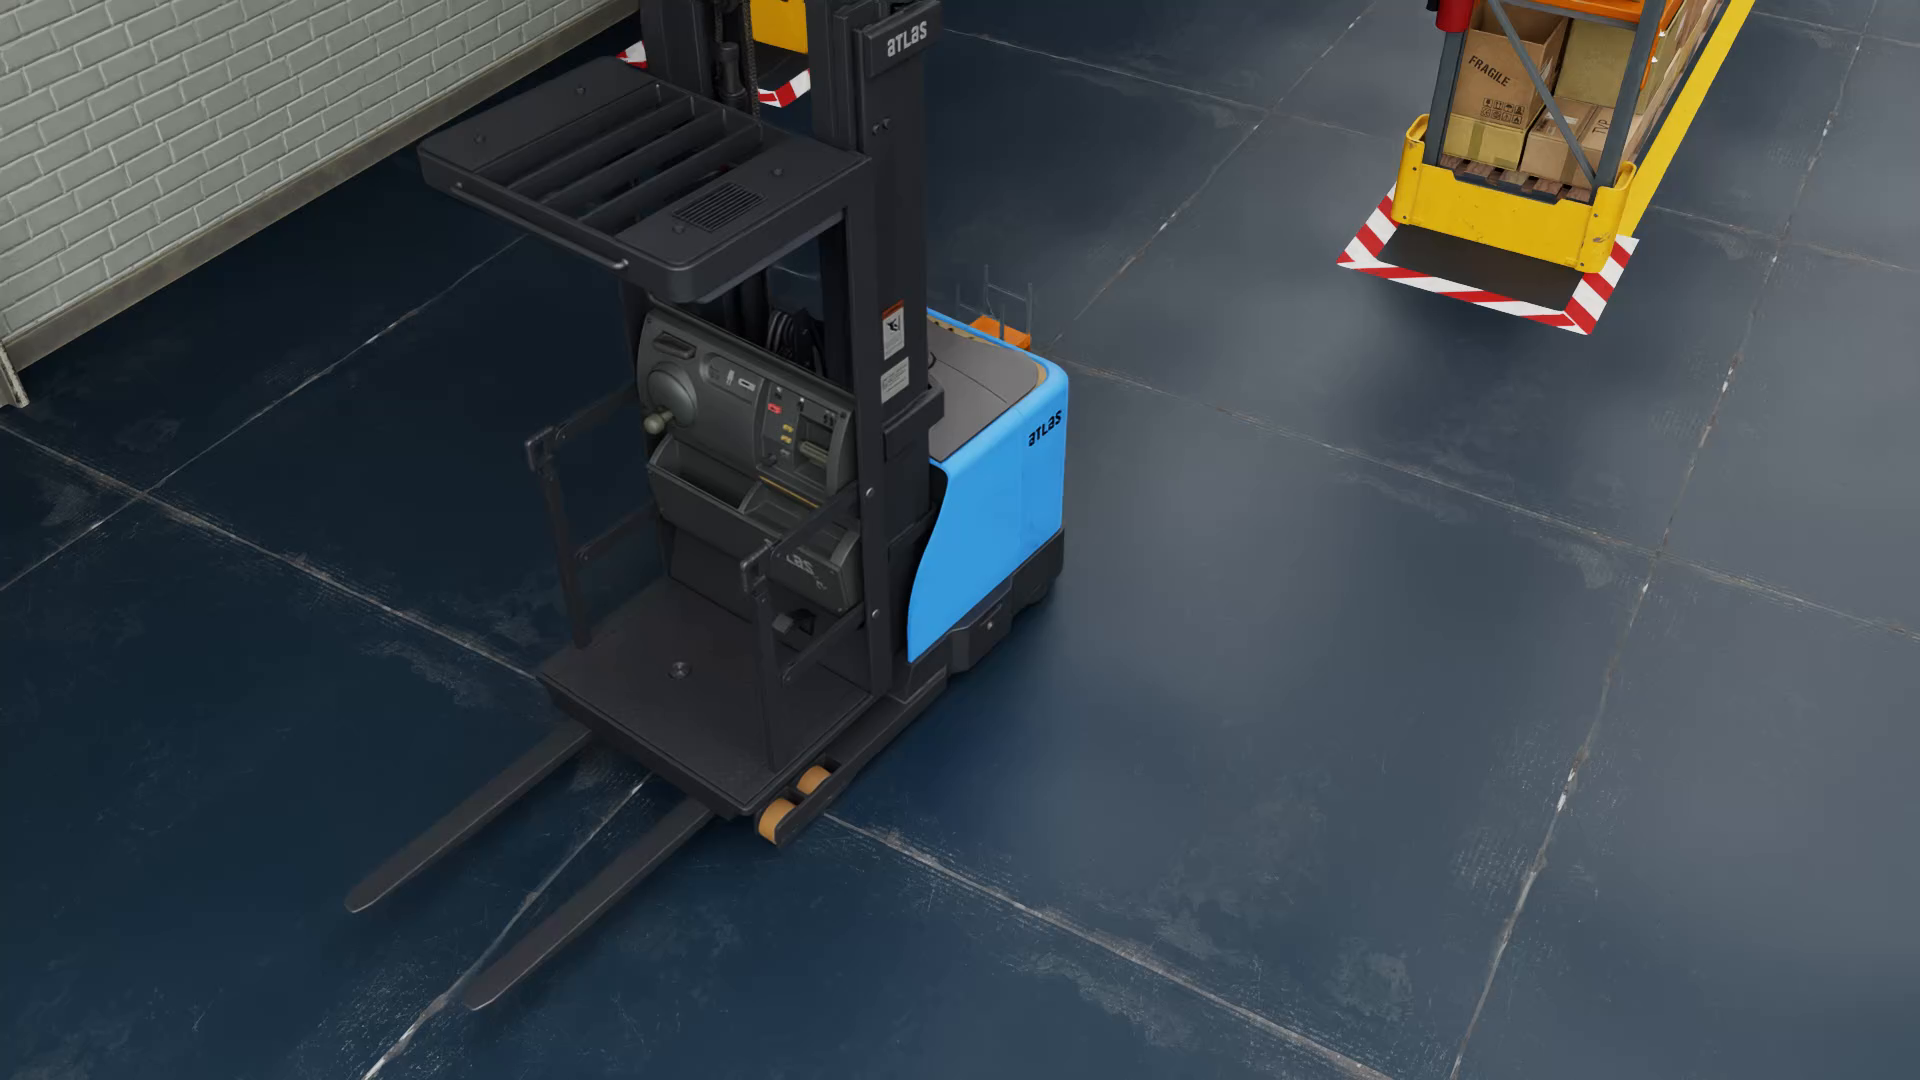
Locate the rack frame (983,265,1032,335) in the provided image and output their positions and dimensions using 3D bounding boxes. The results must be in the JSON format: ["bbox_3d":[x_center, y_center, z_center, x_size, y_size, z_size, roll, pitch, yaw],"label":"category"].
[{"bbox_3d":[0.191,-0.609,7.034,0.240,1.200,0.006,27,48,27],"label":"rack frame"}]

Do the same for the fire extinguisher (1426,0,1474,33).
[{"bbox_3d":[2.527,-2.893,8.324,0.296,0.674,0.183,21,45,22],"label":"fire extinguisher"}]

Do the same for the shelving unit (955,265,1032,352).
[{"bbox_3d":[0.135,-0.561,6.980,0.258,1.200,0.189,27,48,27],"label":"shelving unit"}]

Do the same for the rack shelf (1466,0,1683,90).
[{"bbox_3d":[3.989,-3.711,9.738,1.077,0.370,4.000,21,45,22],"label":"rack shelf"}]

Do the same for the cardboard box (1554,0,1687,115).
[{"bbox_3d":[3.698,-2.763,9.314,0.500,0.500,0.500,21,45,22],"label":"cardboard box"}]

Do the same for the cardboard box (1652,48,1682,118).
[{"bbox_3d":[3.947,-2.768,9.887,0.500,0.250,0.500,21,45,22],"label":"cardboard box"}]

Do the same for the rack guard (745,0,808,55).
[{"bbox_3d":[-1.265,-3.578,10.934,1.175,0.500,0.348,21,45,22],"label":"rack guard"}]

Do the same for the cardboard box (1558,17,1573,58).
[{"bbox_3d":[3.487,-3.226,9.839,0.500,0.500,0.500,21,45,22],"label":"cardboard box"}]

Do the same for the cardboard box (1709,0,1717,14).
[{"bbox_3d":[4.688,-3.630,10.865,0.500,0.250,0.500,21,45,22],"label":"cardboard box"}]

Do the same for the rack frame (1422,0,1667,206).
[{"bbox_3d":[2.988,-2.836,8.201,1.000,3.000,0.127,21,45,22],"label":"rack frame"}]

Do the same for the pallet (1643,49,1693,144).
[{"bbox_3d":[3.946,-2.937,10.425,1.003,0.211,1.213,21,45,22],"label":"pallet"}]

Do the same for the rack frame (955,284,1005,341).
[{"bbox_3d":[0.078,-0.514,6.925,0.240,1.200,0.006,27,48,27],"label":"rack frame"}]

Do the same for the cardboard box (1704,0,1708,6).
[{"bbox_3d":[4.440,-3.625,10.292,0.500,0.500,0.500,21,45,22],"label":"cardboard box"}]

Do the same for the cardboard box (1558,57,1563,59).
[{"bbox_3d":[3.489,-2.943,10.085,0.500,0.250,0.500,21,45,22],"label":"cardboard box"}]

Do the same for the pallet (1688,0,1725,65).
[{"bbox_3d":[4.556,-3.637,11.221,1.003,0.211,1.213,21,45,22],"label":"pallet"}]

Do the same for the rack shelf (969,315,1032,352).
[{"bbox_3d":[0.135,-0.798,6.771,0.258,0.103,0.180,27,48,27],"label":"rack shelf"}]

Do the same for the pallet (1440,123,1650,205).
[{"bbox_3d":[3.335,-2.241,9.635,1.003,0.211,1.213,21,45,22],"label":"pallet"}]

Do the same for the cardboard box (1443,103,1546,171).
[{"bbox_3d":[3.001,-2.366,9.430,0.500,0.250,0.500,21,45,22],"label":"cardboard box"}]

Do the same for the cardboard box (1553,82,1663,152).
[{"bbox_3d":[3.696,-2.483,9.562,0.500,0.250,0.500,21,45,22],"label":"cardboard box"}]

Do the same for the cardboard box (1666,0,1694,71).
[{"bbox_3d":[3.937,-3.054,9.643,0.500,0.500,0.500,21,45,22],"label":"cardboard box"}]

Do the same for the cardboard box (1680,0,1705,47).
[{"bbox_3d":[4.202,-3.334,9.962,0.500,0.500,0.500,21,45,22],"label":"cardboard box"}]

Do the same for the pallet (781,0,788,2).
[{"bbox_3d":[-0.827,-3.923,11.545,1.003,0.211,1.213,21,45,22],"label":"pallet"}]

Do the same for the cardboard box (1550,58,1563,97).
[{"bbox_3d":[3.240,-2.657,9.760,0.500,0.250,0.500,21,45,22],"label":"cardboard box"}]

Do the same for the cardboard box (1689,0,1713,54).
[{"bbox_3d":[4.451,-3.339,10.535,0.500,0.250,0.500,21,45,22],"label":"cardboard box"}]

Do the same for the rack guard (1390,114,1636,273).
[{"bbox_3d":[2.976,-1.884,9.012,1.175,0.500,0.348,21,45,22],"label":"rack guard"}]

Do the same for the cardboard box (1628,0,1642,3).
[{"bbox_3d":[3.233,-3.137,8.467,0.700,0.500,0.500,21,45,22],"label":"cardboard box"}]

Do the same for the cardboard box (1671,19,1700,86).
[{"bbox_3d":[4.201,-3.053,10.210,0.500,0.250,0.500,21,45,22],"label":"cardboard box"}]

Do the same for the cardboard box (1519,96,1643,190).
[{"bbox_3d":[3.449,-2.195,9.236,0.500,0.250,0.500,21,45,22],"label":"cardboard box"}]

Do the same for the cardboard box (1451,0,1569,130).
[{"bbox_3d":[2.999,-2.649,9.183,0.500,0.500,0.500,21,45,22],"label":"cardboard box"}]

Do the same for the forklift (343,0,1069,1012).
[{"bbox_3d":[-0.865,-0.375,5.458,1.130,2.935,3.031,27,48,27],"label":"forklift"}]
